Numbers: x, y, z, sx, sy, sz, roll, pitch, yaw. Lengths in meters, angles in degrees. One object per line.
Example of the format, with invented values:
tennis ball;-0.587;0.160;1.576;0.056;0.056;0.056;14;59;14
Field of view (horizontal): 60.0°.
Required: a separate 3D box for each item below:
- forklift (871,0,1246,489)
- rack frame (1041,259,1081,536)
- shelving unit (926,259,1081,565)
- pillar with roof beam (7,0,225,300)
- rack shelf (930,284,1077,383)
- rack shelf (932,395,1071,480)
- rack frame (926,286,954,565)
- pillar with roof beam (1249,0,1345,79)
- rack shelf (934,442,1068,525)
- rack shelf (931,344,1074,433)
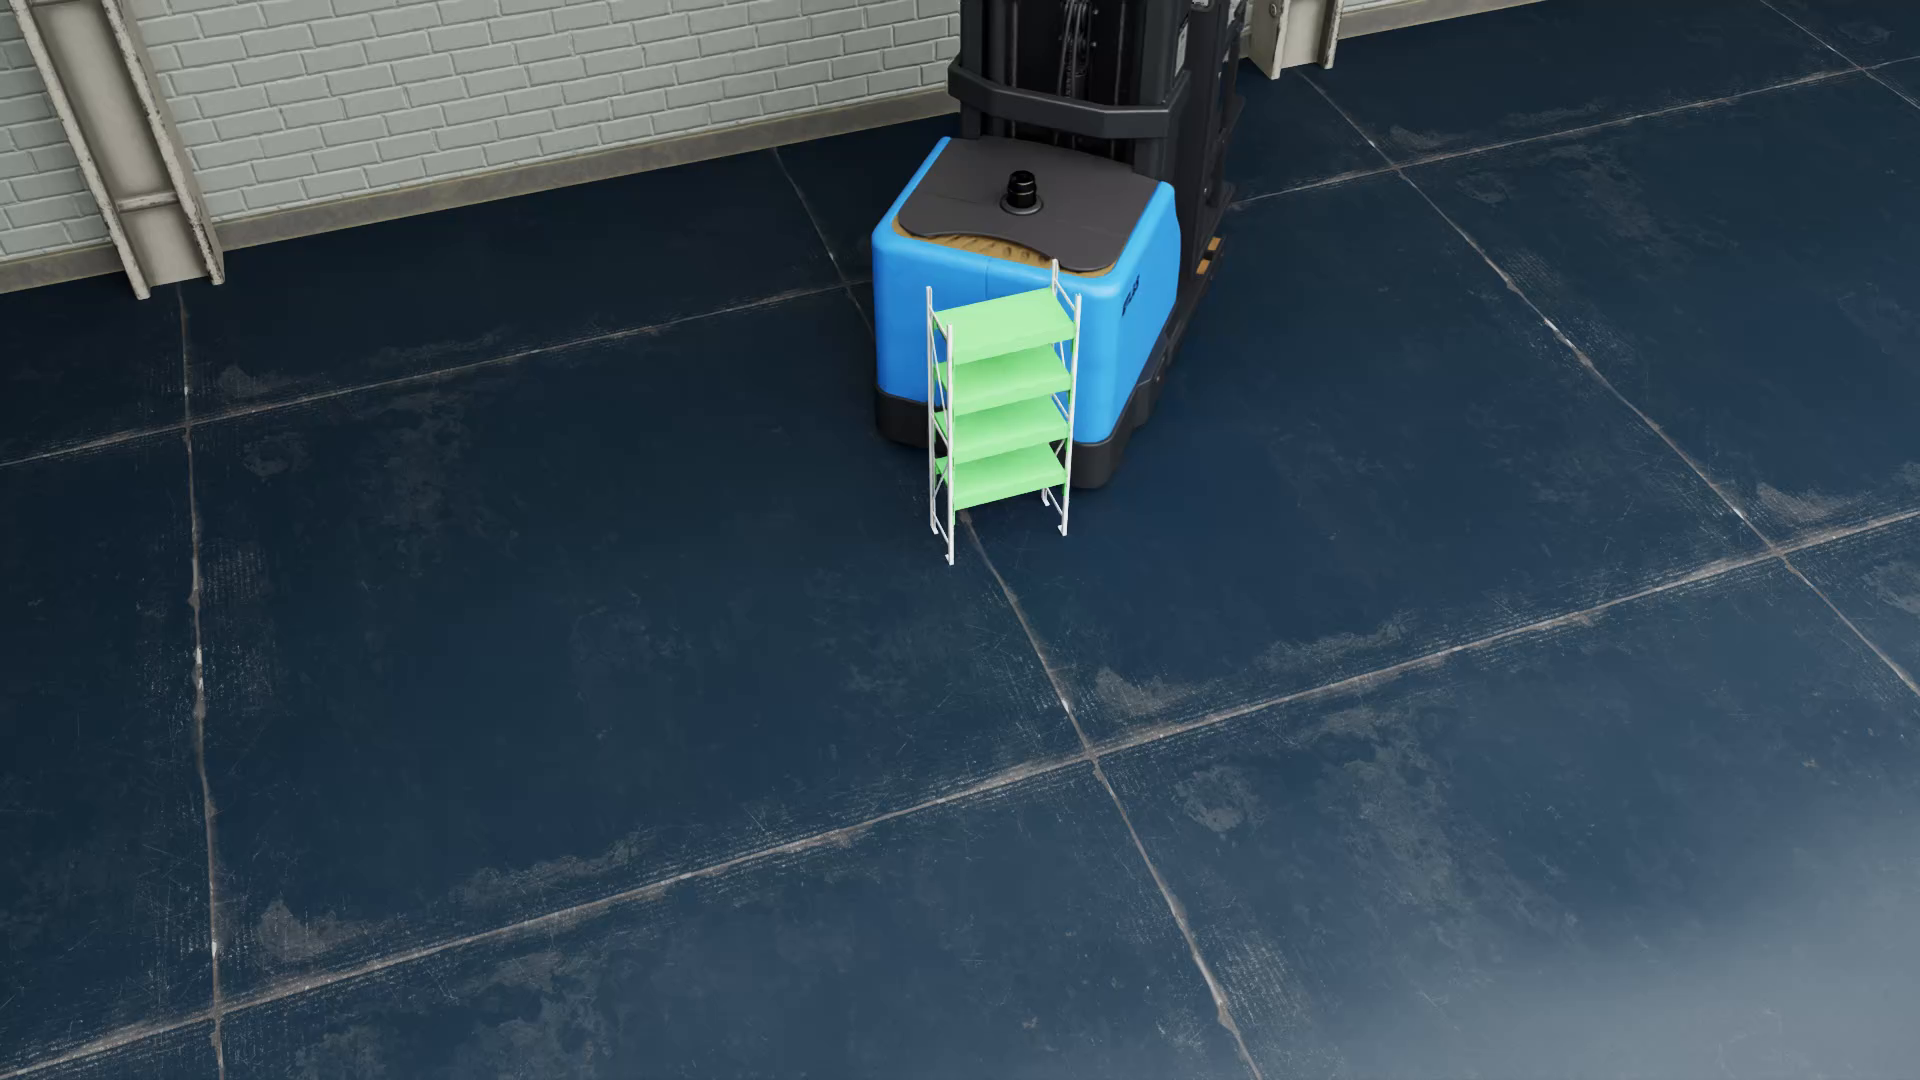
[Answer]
forklift;0.642;-2.305;6.978;1.130;2.935;3.031;15;47;15
rack frame;0.385;-0.522;6.423;0.015;1.200;0.240;-14;47;-14
shelving unit;0.156;-0.463;6.365;0.503;1.200;0.258;-14;47;-14
pillar with roof beam;-2.305;-1.597;1.989;0.400;9.000;9.100;-14;47;-14
rack shelf;0.156;-0.757;6.070;0.480;0.148;0.258;-14;47;-14
rack shelf;0.156;-0.418;6.410;0.480;0.148;0.258;-14;47;-14
rack frame;-0.074;-0.405;6.306;0.015;1.200;0.240;-14;47;-14
pillar with roof beam;3.338;-3.040;3.427;0.400;9.000;9.100;-14;47;-14
rack shelf;0.156;-0.249;6.580;0.480;0.148;0.258;-14;47;-14
rack shelf;0.156;-0.588;6.240;0.480;0.148;0.258;-14;47;-14
